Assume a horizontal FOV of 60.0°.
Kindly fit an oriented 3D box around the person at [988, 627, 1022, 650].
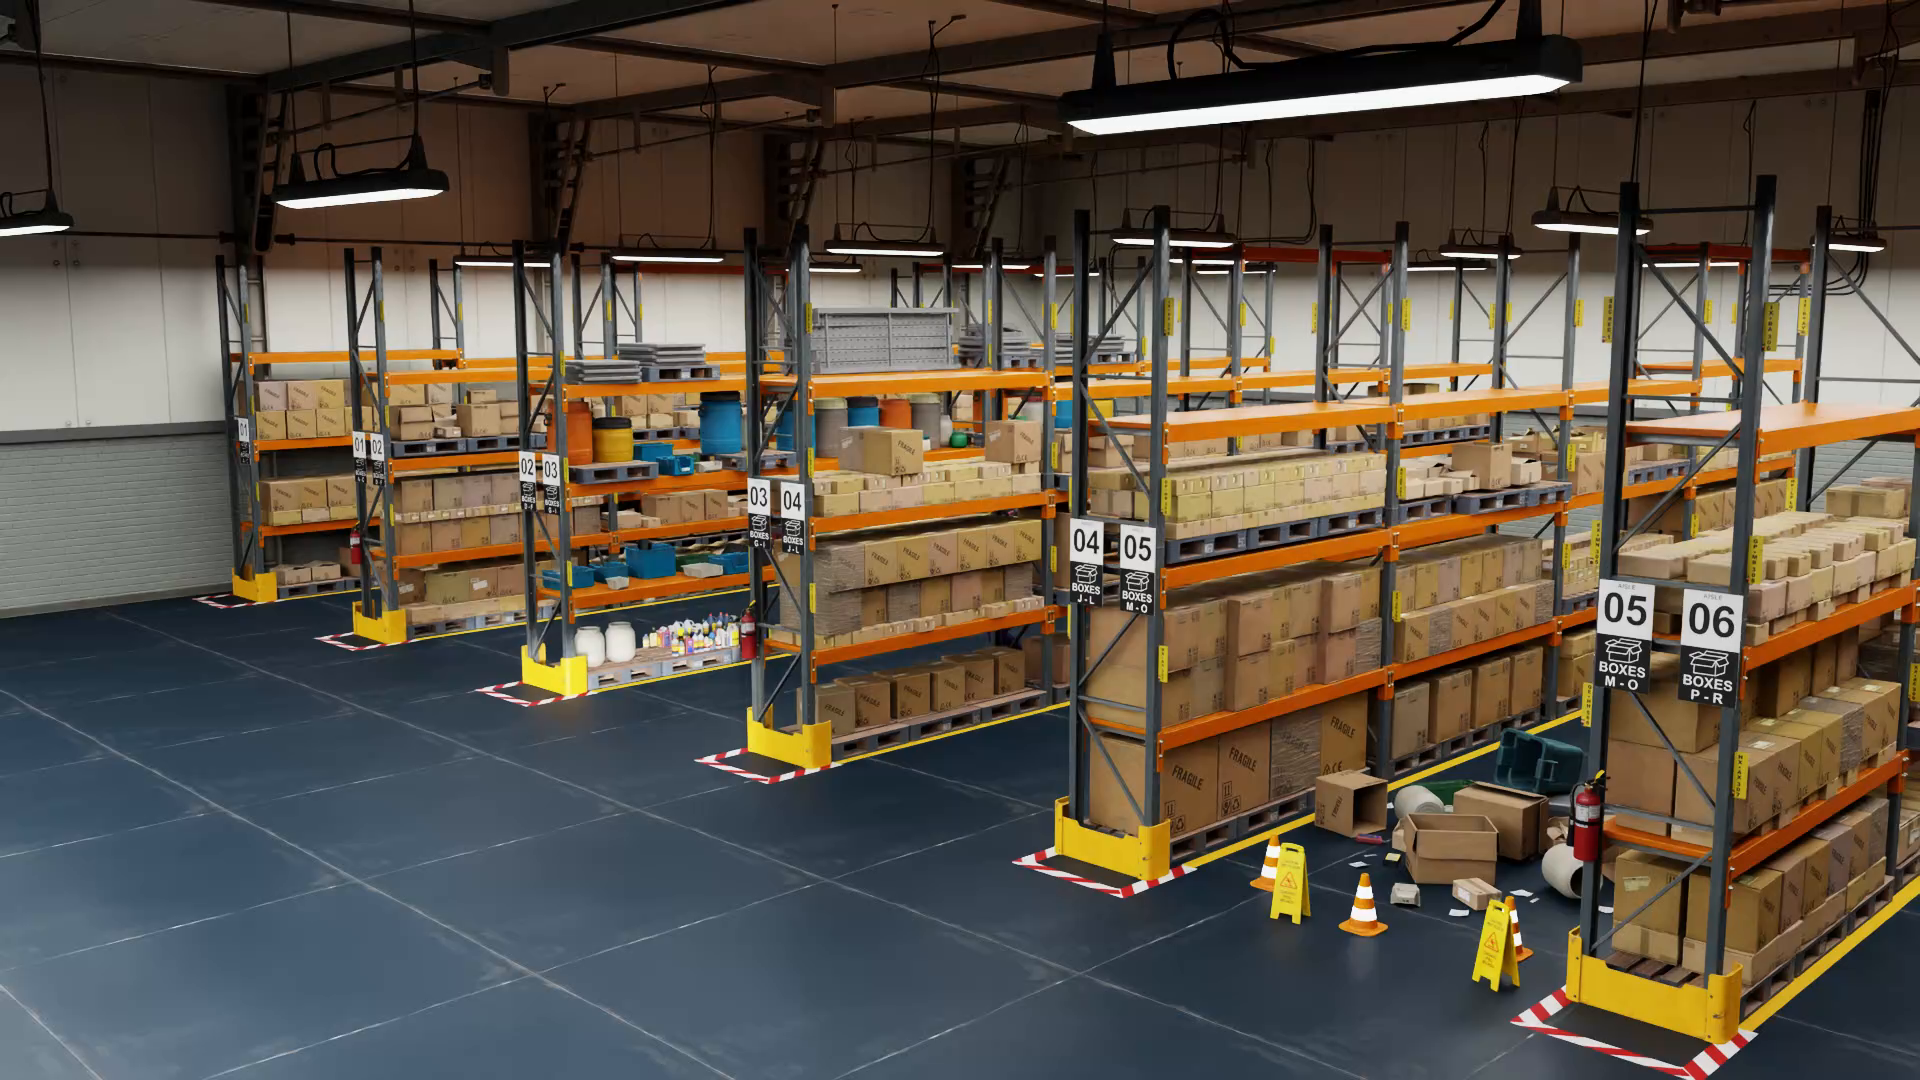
[{"bbox_3d":[0.648,1.056,23.822,0.501,1.526,0.553,-5,10,-33],"label":"person"}]
